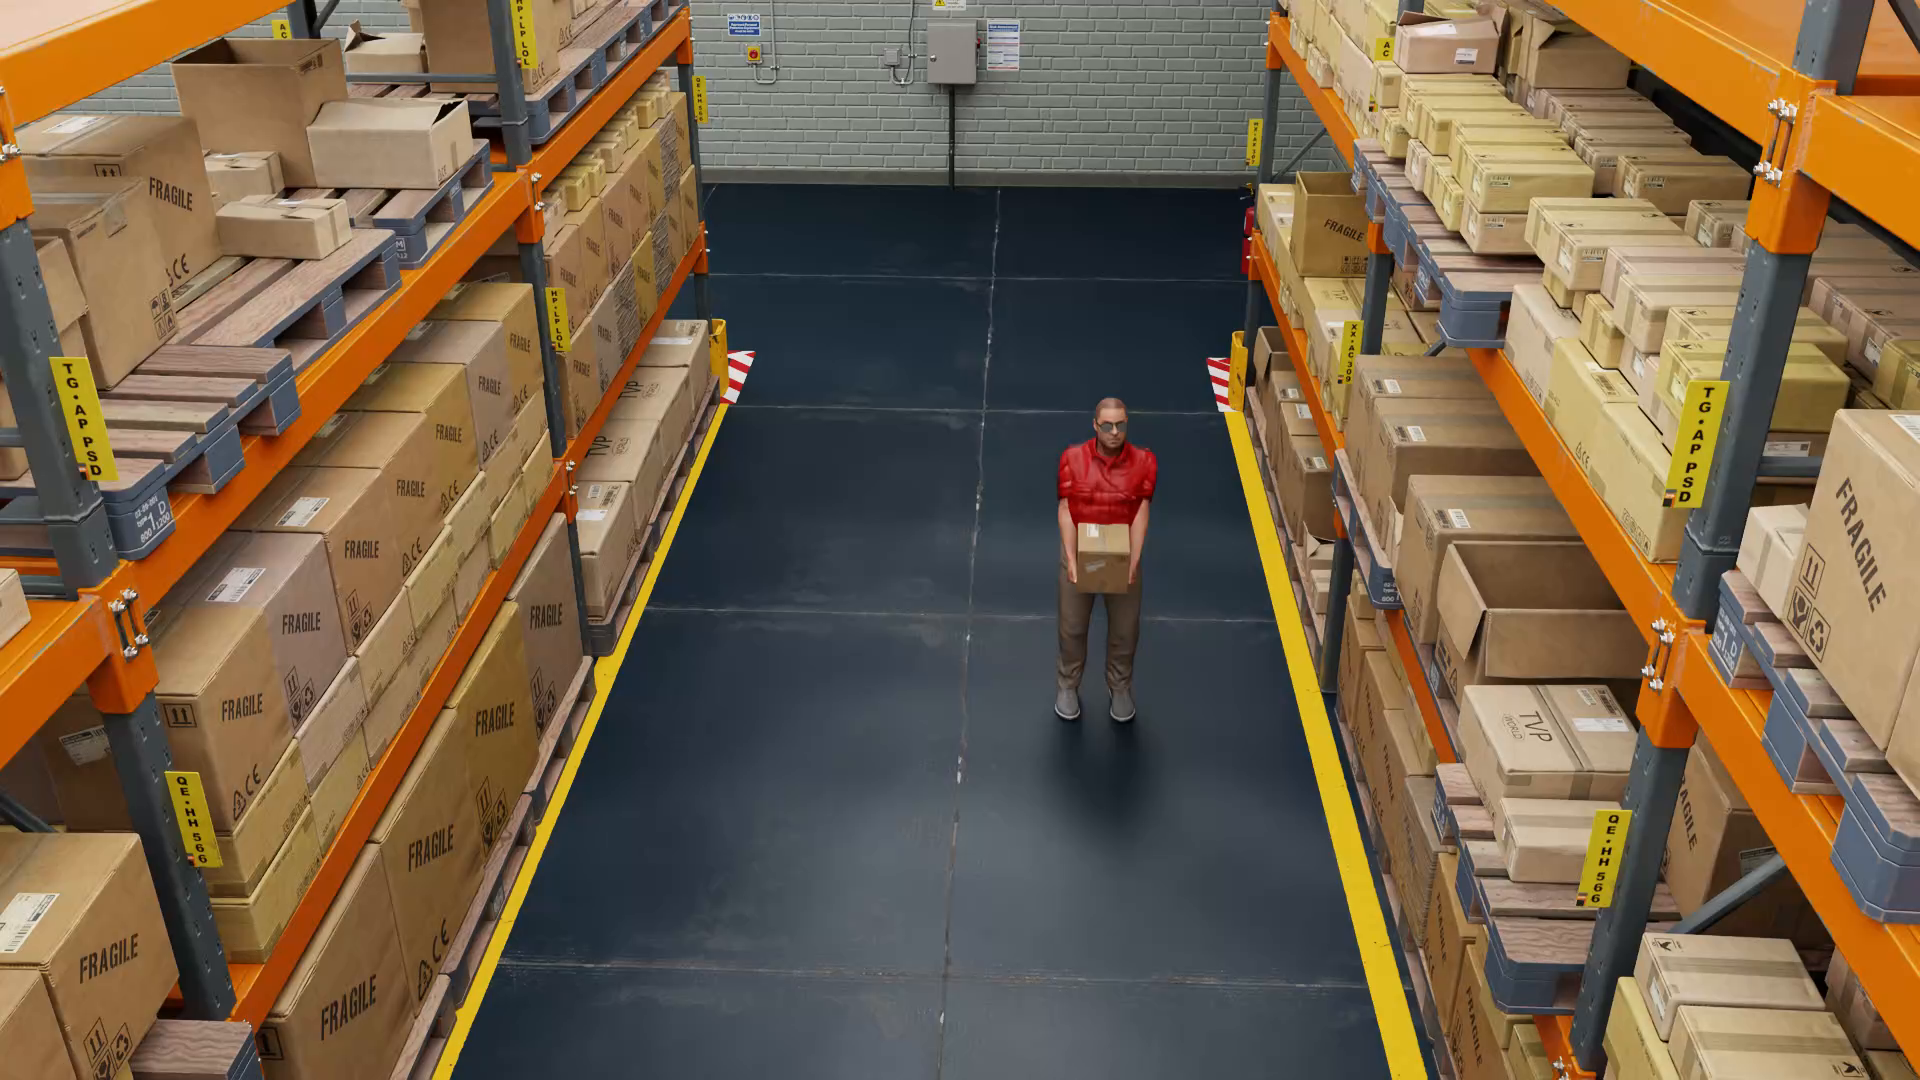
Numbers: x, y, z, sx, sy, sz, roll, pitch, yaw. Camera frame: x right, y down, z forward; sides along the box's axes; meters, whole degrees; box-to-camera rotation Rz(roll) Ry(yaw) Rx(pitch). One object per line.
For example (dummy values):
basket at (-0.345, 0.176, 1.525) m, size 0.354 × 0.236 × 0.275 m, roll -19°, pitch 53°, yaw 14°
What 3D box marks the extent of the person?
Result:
person at (0.724, 0.148, 8.373) m, size 0.494 × 1.715 × 0.537 m, roll 2°, pitch 28°, yaw 3°
